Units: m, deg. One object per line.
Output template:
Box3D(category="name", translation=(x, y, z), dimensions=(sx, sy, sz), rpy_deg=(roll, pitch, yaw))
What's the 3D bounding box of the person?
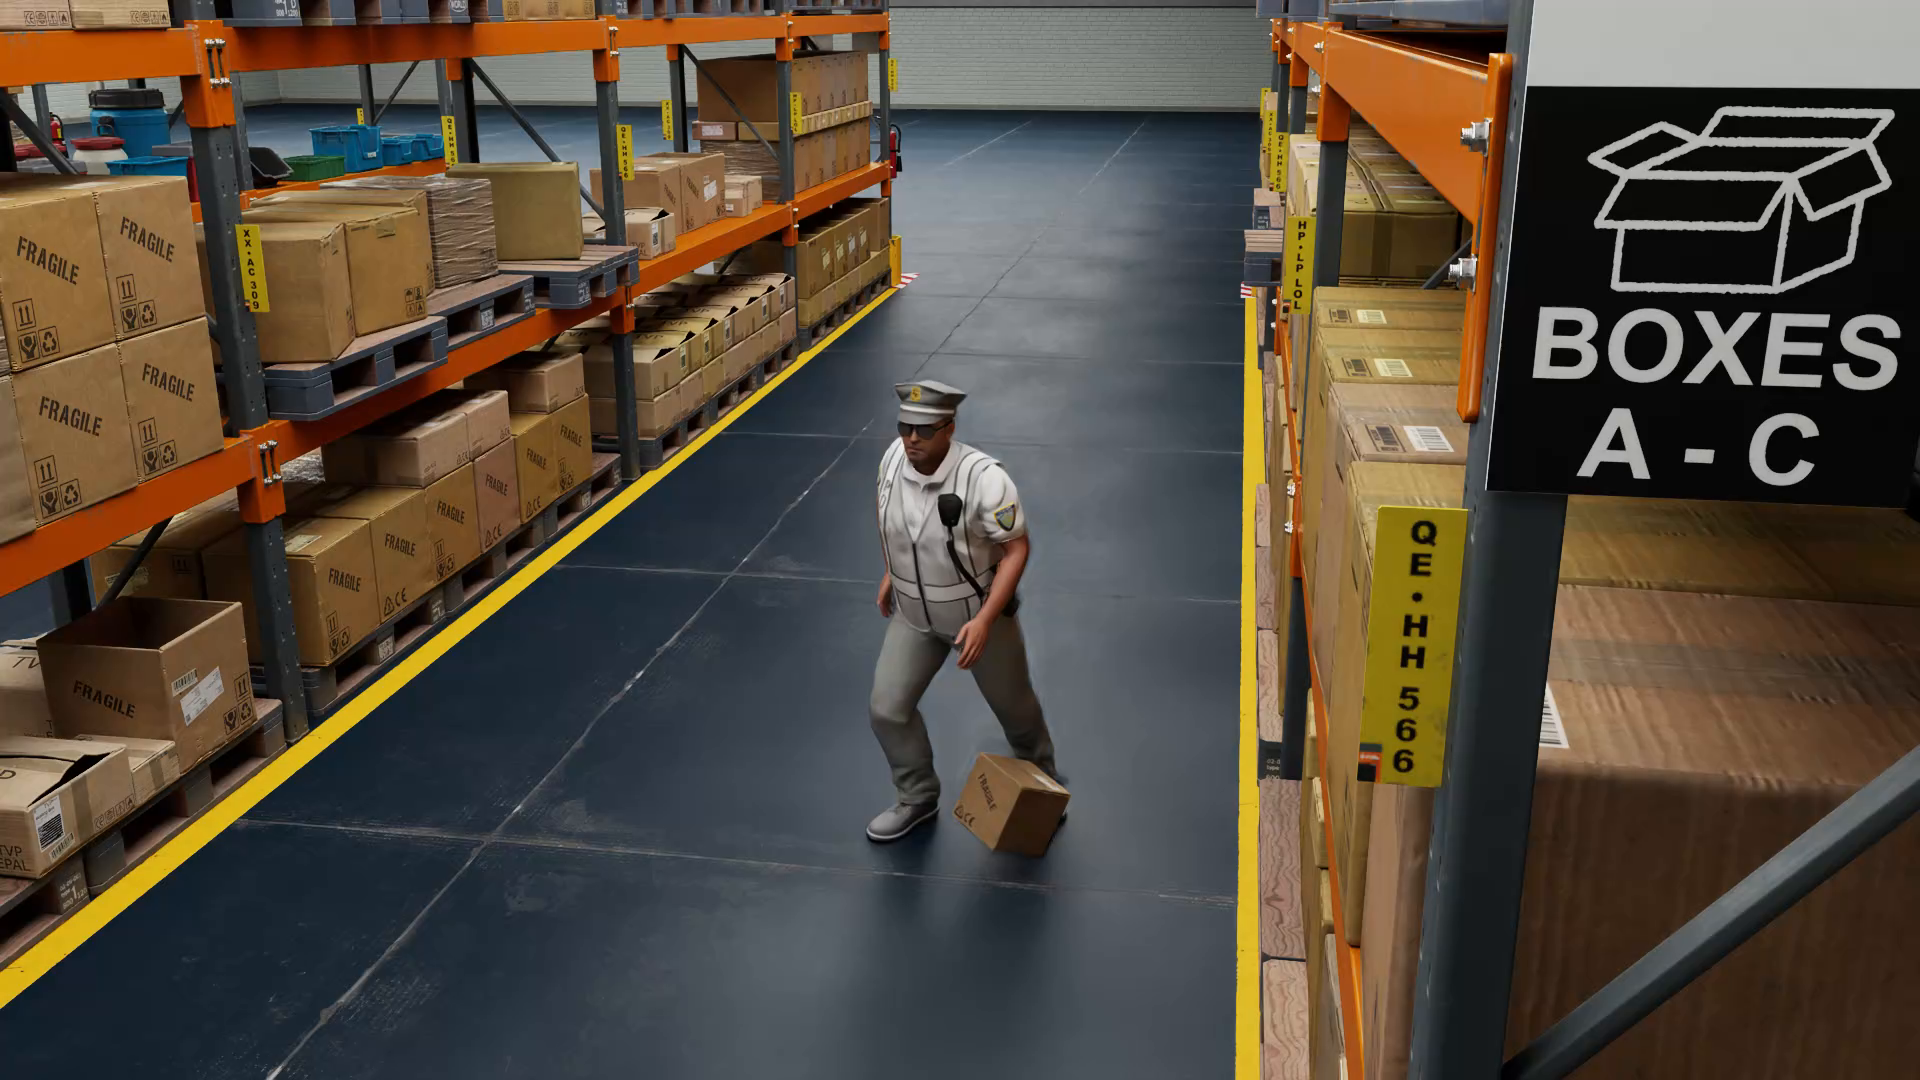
Box3D(category="person", translation=(0.009, 0.222, 5.909), dimensions=(0.696, 1.712, 0.743), rpy_deg=(9, 20, 25))
